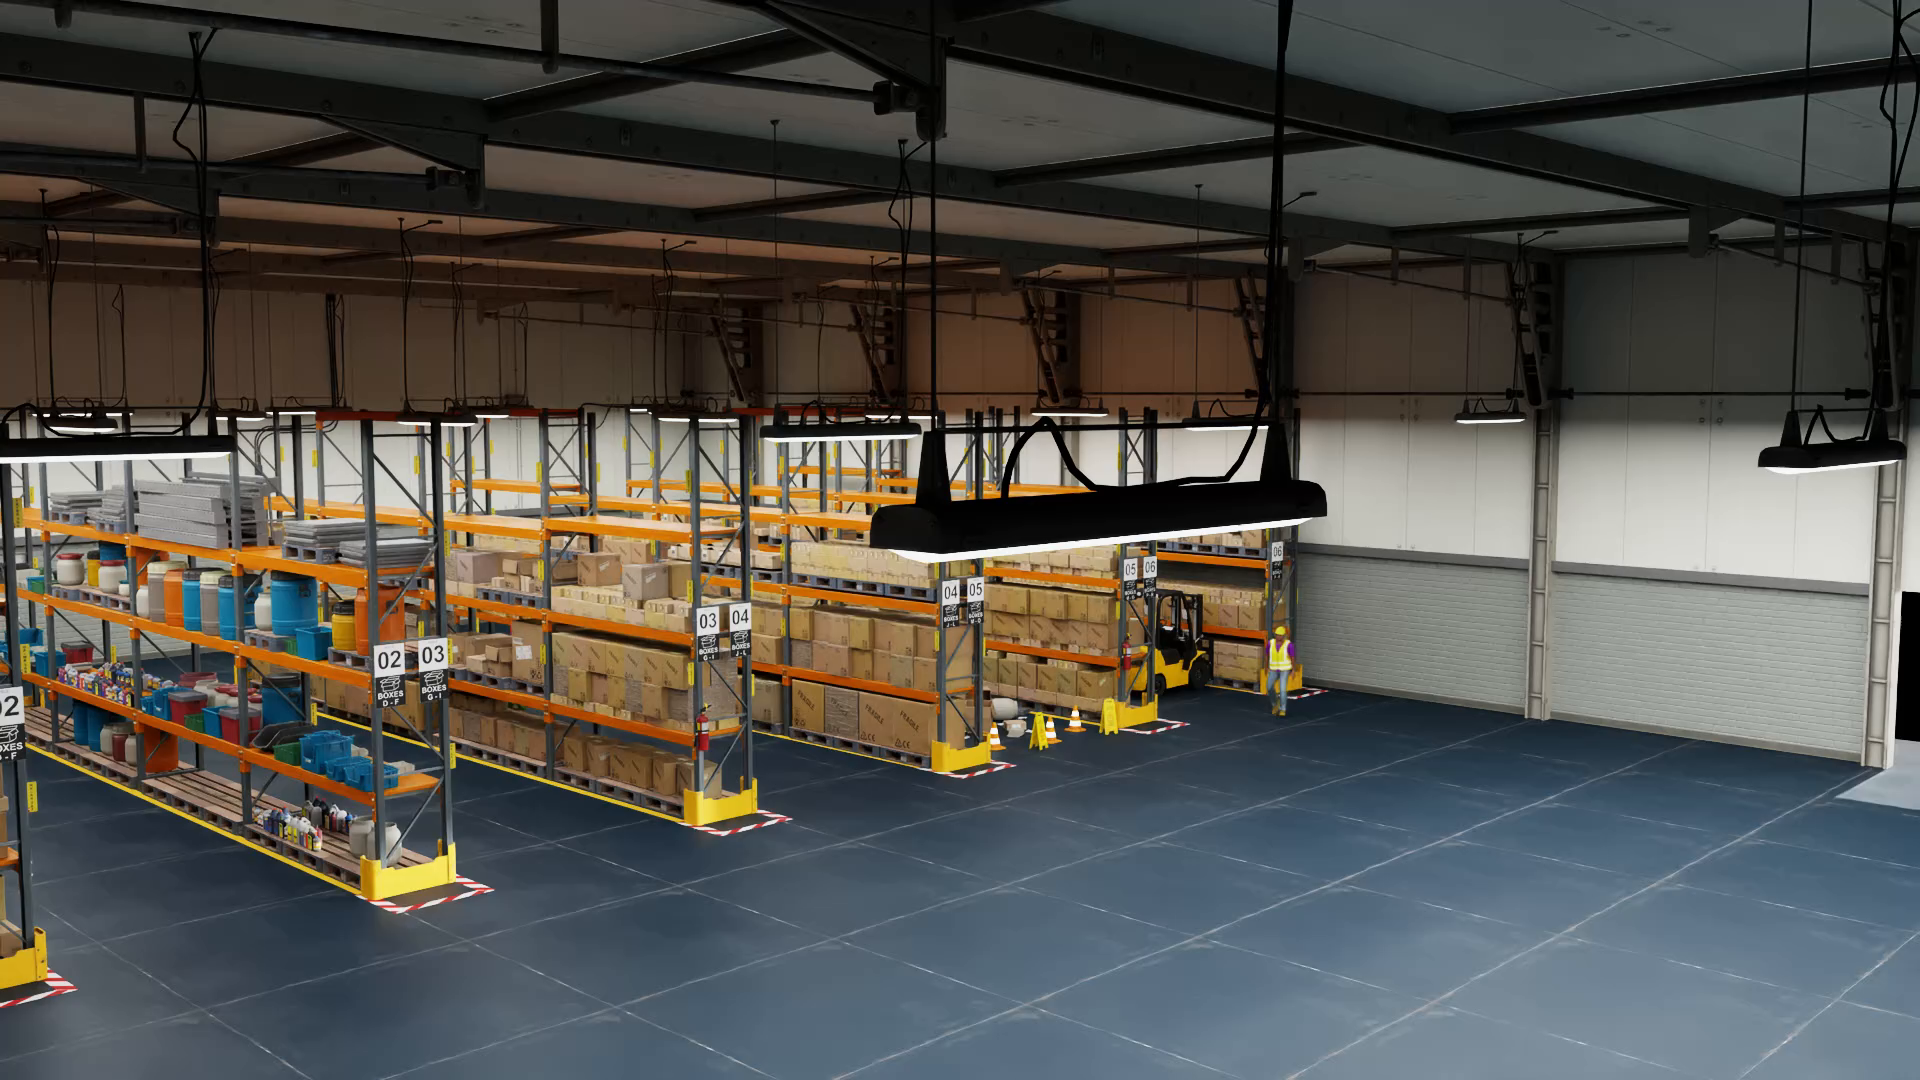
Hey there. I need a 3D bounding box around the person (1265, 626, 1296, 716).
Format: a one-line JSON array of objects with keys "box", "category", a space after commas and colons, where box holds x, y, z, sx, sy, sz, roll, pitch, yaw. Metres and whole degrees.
[{"box": [6.280, 2.580, 32.586, 0.649, 1.815, 0.430, 3, 6, 28], "category": "person"}]

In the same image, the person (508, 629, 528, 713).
[{"box": [-8.654, 2.547, 32.630, 0.674, 1.724, 1.034, -5, 7, -44], "category": "person"}]
